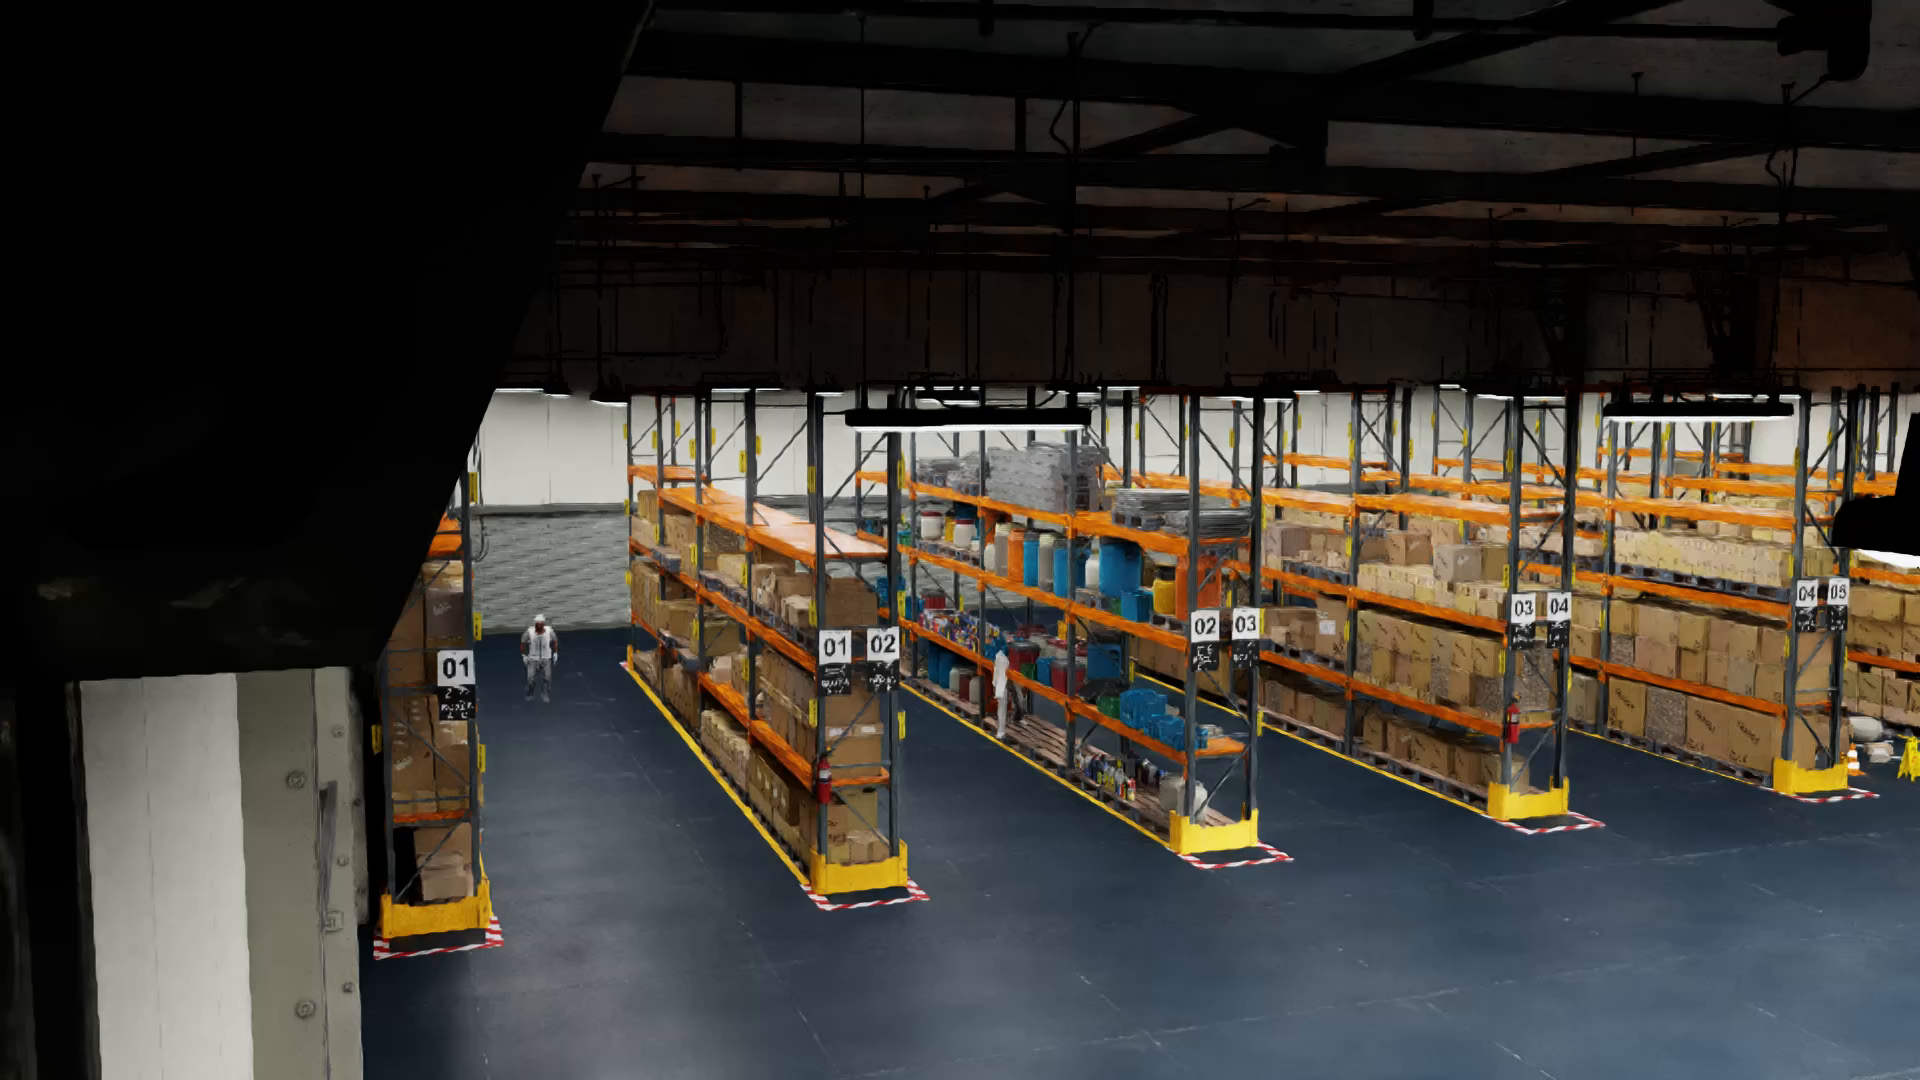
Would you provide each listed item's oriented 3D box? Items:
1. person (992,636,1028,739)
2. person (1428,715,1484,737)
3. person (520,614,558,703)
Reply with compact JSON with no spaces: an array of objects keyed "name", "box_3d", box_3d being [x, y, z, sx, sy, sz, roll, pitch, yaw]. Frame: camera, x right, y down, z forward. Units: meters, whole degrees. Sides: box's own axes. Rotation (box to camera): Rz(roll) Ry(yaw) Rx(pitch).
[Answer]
[{"name":"person","box_3d":[0.857,2.478,28.238,0.633,1.743,1.047,0,6,2]},{"name":"person","box_3d":[8.481,2.537,28.528,0.710,1.703,0.836,-4,7,-35]},{"name":"person","box_3d":[-7.941,2.238,31.392,0.702,1.735,0.549,-2,6,-21]}]
